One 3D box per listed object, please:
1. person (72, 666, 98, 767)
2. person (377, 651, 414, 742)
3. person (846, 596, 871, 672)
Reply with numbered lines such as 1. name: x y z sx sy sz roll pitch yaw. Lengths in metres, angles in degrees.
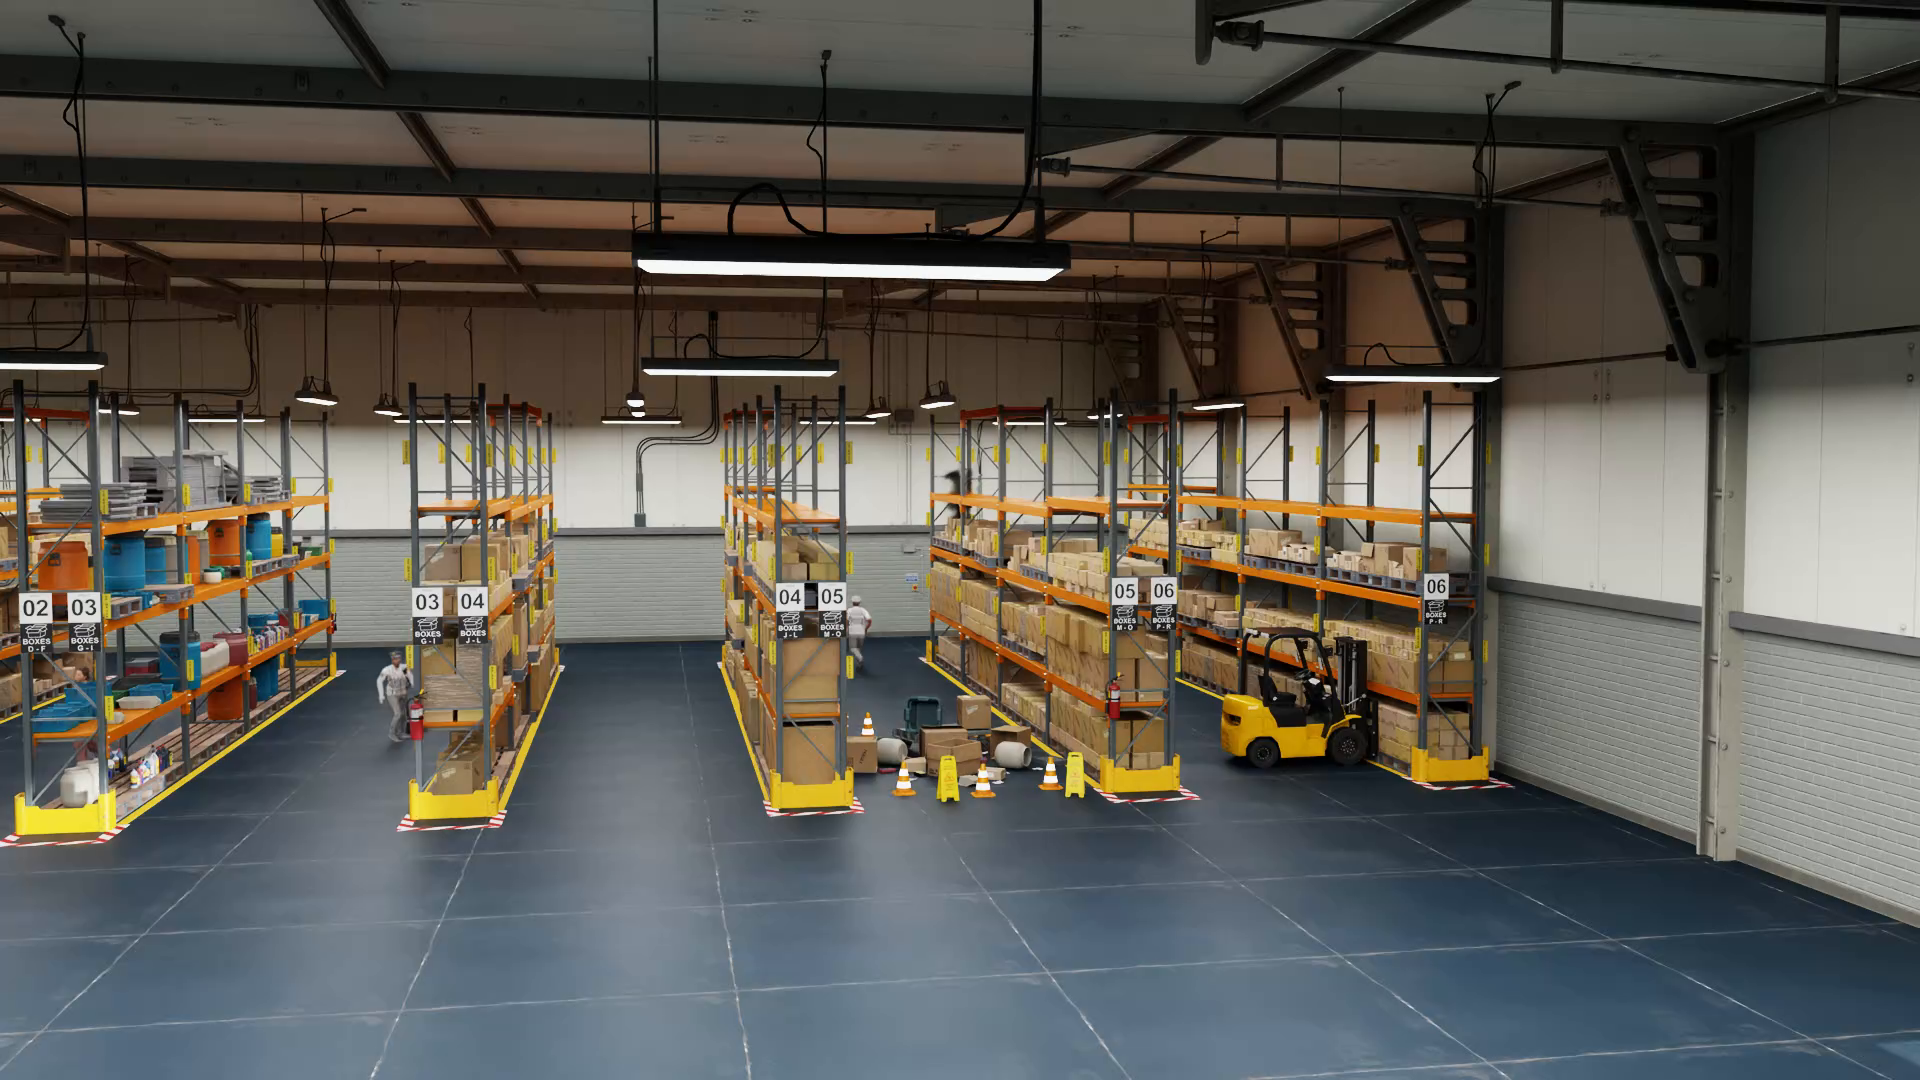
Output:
1. person: -13.952 2.826 26.552 0.610 1.663 0.671 -2 4 -37
2. person: -9.858 2.748 29.246 0.757 1.629 0.607 2 4 36
3. person: -2.380 2.188 38.265 0.673 1.804 0.814 -1 3 -22
